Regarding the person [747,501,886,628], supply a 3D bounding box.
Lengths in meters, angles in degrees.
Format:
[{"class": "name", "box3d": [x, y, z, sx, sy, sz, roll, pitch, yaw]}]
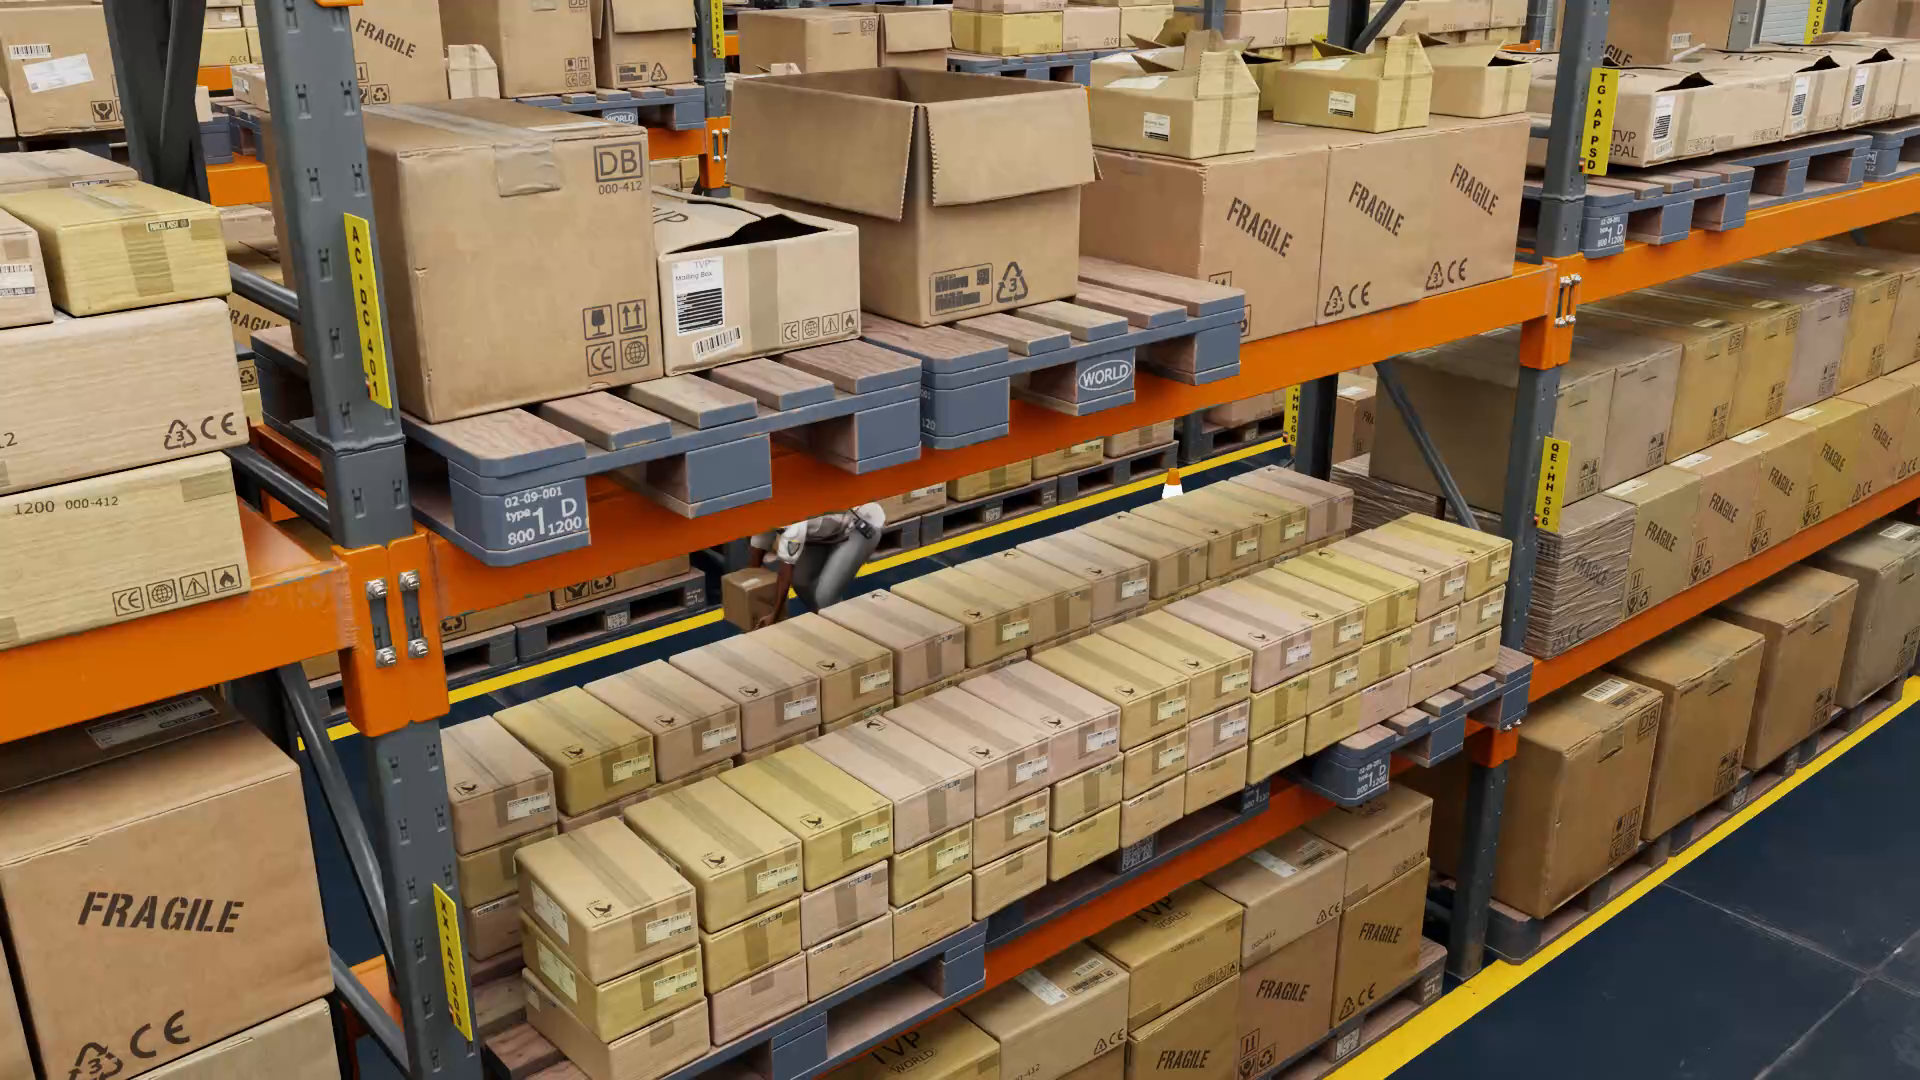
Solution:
[{"class": "person", "box3d": [-0.845, 0.163, 8.924, 0.930, 1.117, 0.440, -12, 24, -29]}]
